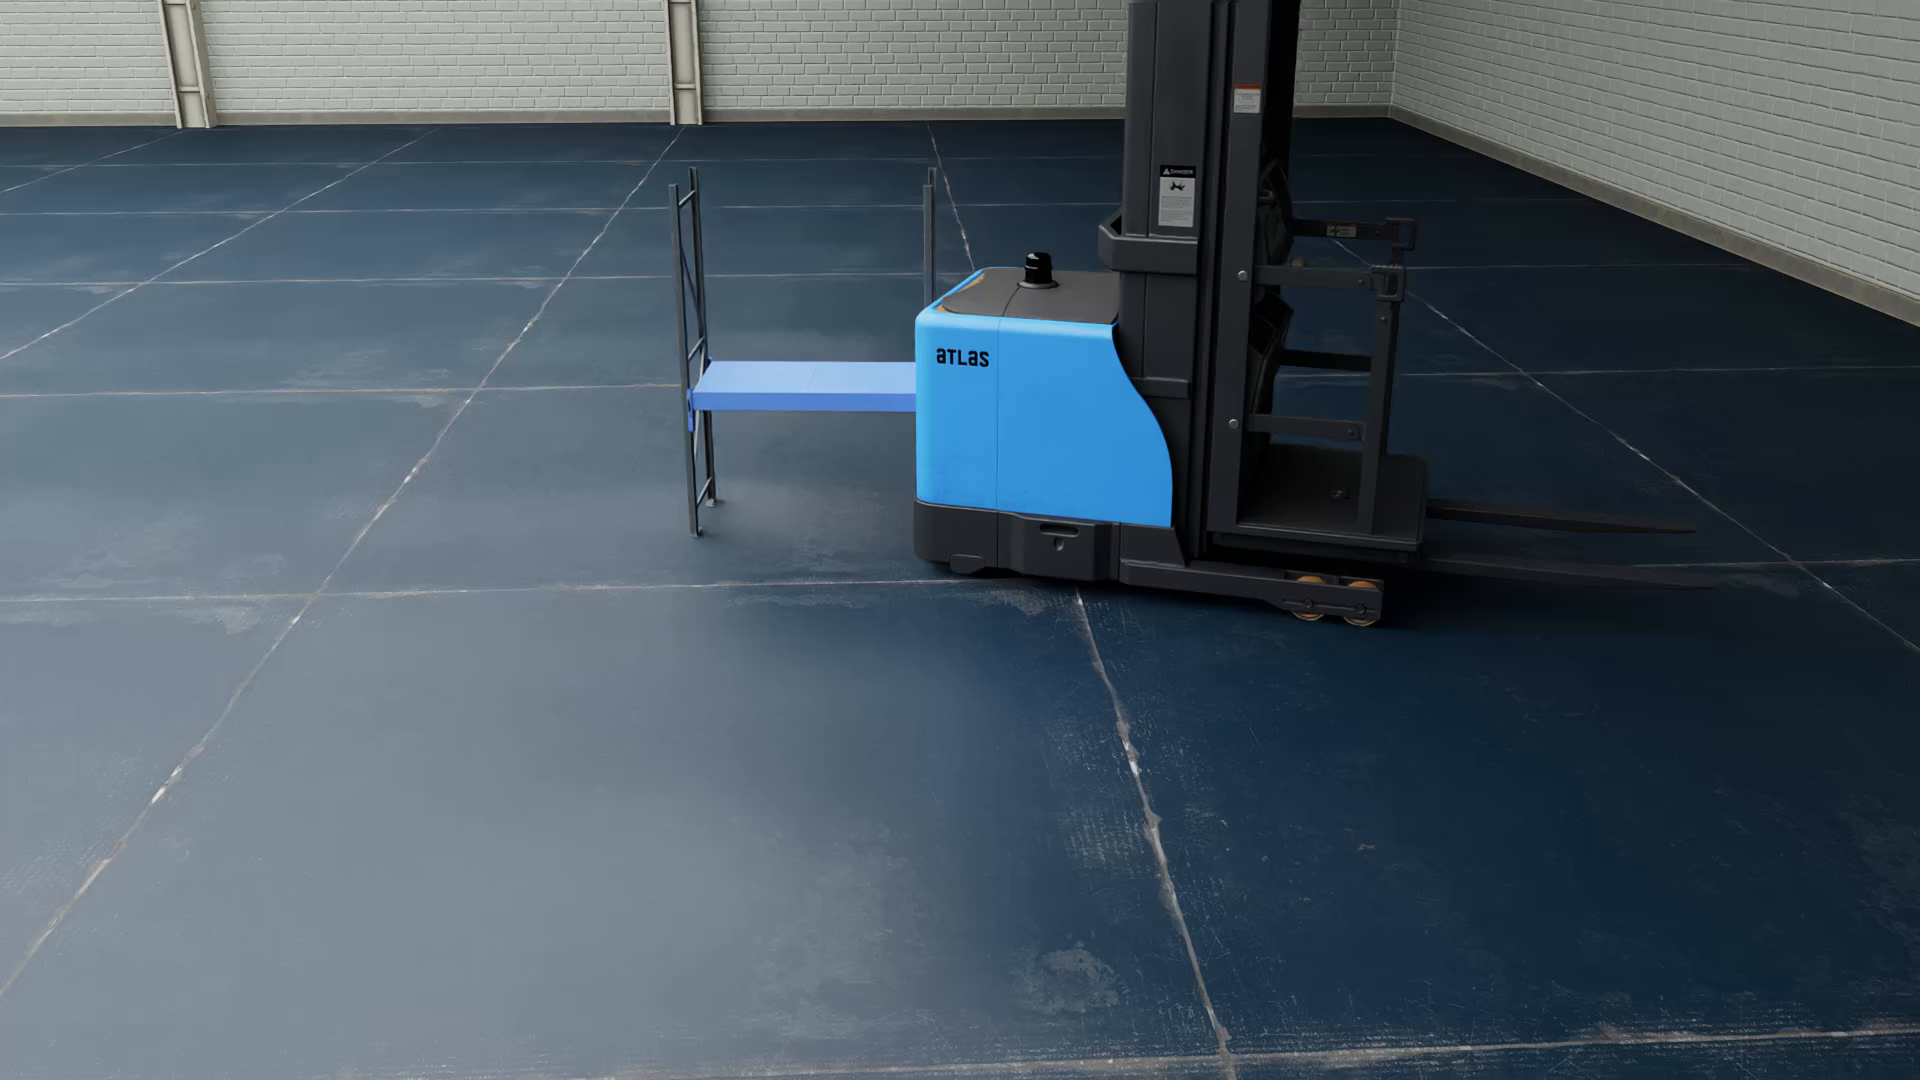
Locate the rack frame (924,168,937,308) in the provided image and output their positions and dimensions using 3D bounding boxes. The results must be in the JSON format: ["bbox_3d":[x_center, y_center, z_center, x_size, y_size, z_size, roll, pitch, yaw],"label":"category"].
[{"bbox_3d":[-0.122,-0.790,7.089,0.032,1.500,0.500,1,21,1],"label":"rack frame"}]

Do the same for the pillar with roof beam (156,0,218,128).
[{"bbox_3d":[-9.159,-7.781,14.911,0.400,9.000,9.100,-1,21,-3],"label":"pillar with roof beam"}]

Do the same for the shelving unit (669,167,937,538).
[{"bbox_3d":[-0.630,-0.795,7.101,1.048,1.500,0.538,1,21,1],"label":"shelving unit"}]

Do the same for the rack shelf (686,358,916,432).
[{"bbox_3d":[-0.630,-0.627,7.165,1.000,0.185,0.538,1,21,1],"label":"rack shelf"}]

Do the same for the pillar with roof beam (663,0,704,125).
[{"bbox_3d":[-3.169,-7.903,15.231,0.400,9.000,9.100,-1,21,-3],"label":"pillar with roof beam"}]

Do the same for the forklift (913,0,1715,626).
[{"bbox_3d":[1.387,-1.256,6.300,3.031,2.935,1.130,6,22,15],"label":"forklift"}]

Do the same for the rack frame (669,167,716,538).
[{"bbox_3d":[-1.138,-0.799,7.113,0.032,1.500,0.500,1,21,1],"label":"rack frame"}]
